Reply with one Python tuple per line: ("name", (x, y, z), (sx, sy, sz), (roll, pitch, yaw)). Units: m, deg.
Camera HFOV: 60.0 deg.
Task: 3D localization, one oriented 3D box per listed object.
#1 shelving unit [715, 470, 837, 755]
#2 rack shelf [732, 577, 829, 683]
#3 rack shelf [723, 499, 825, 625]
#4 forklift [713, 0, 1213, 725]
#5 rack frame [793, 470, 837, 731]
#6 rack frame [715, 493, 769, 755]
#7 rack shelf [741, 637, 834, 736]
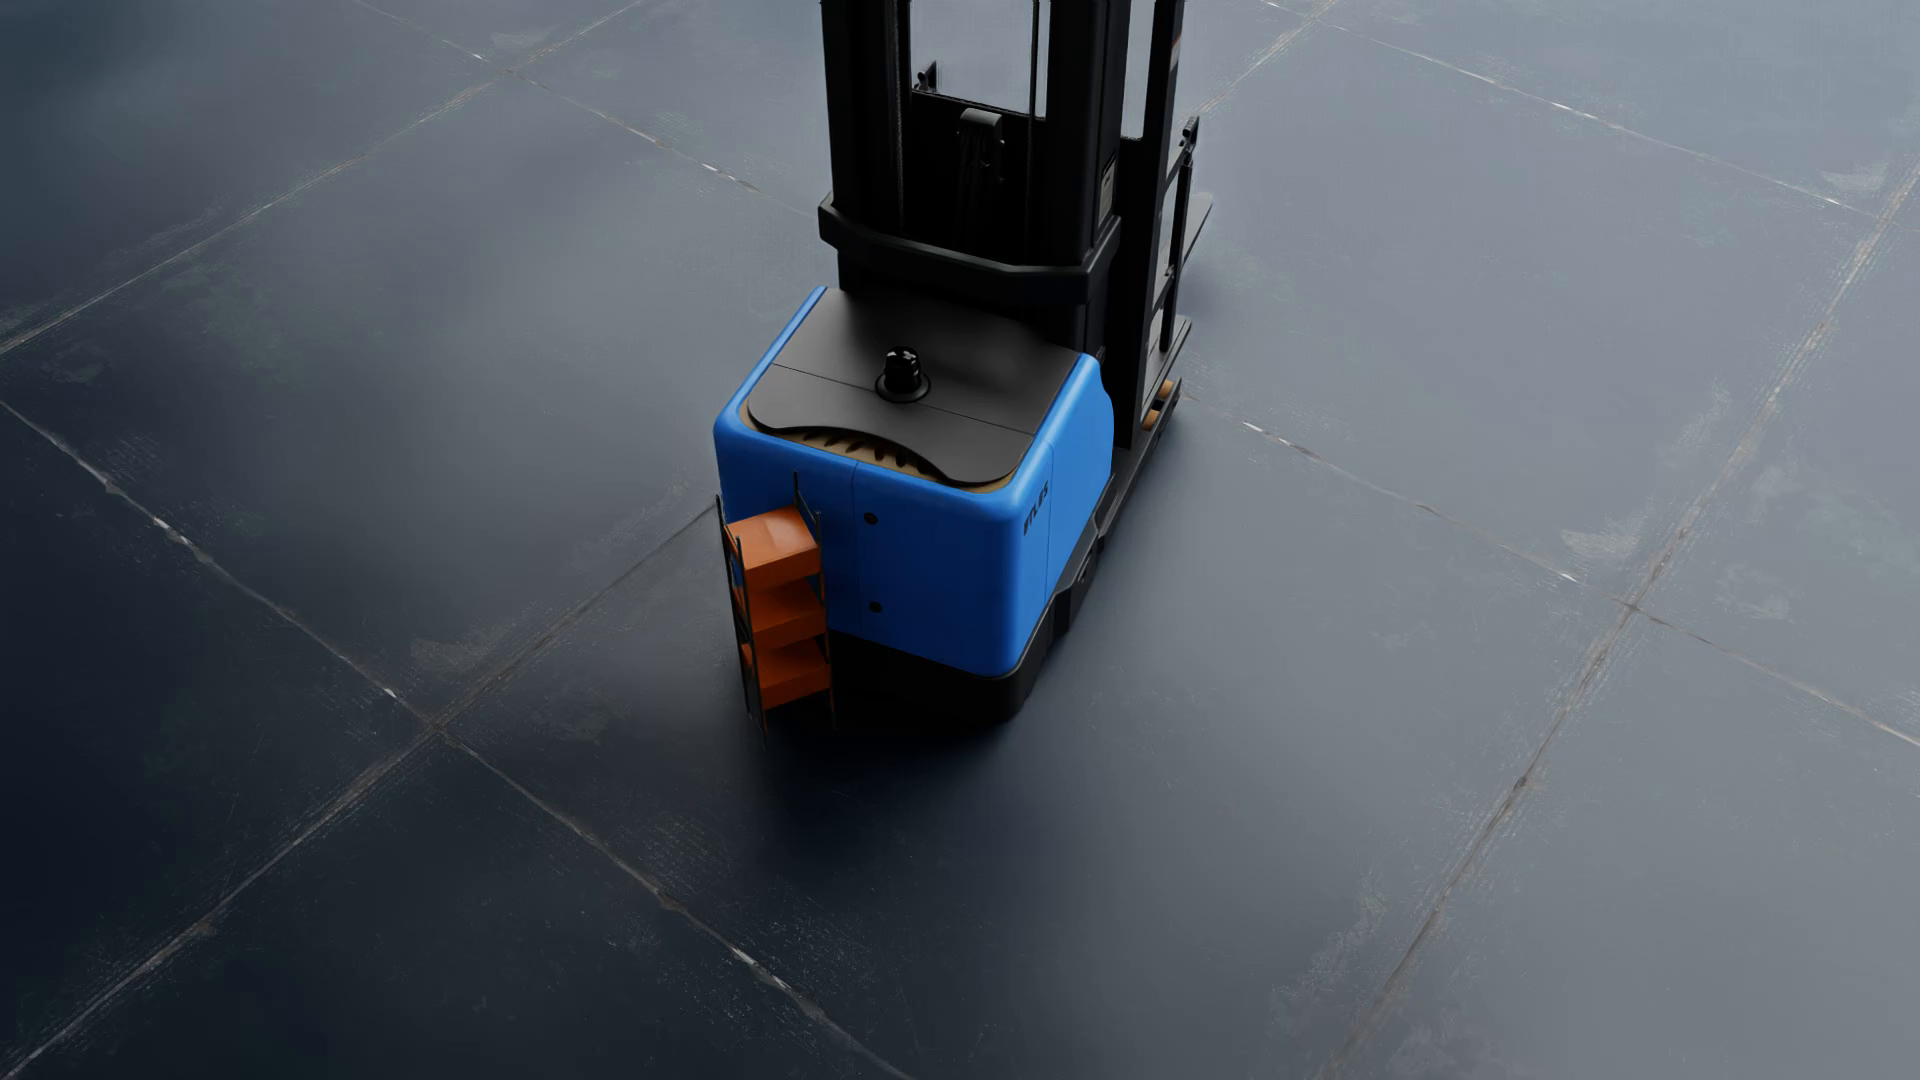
("shelving unit", (-0.571, 0.254, 5.280), (0.252, 1.050, 0.215), (-18, 49, -17))
("rack shelf", (-0.571, 0.261, 5.288), (0.240, 0.259, 0.215), (-18, 49, -17))
("rack shelf", (-0.570, 0.066, 5.082), (0.240, 0.259, 0.215), (-18, 49, -17))
("forklift", (0.243, -1.476, 5.633), (1.130, 2.935, 3.031), (16, 48, 15))
("rack frame", (-0.460, 0.218, 5.315), (0.008, 1.050, 0.200), (-18, 49, -17))
("rack frame", (-0.682, 0.290, 5.245), (0.008, 1.050, 0.200), (-18, 49, -17))
("rack shelf", (-0.572, 0.453, 5.490), (0.240, 0.259, 0.215), (-18, 49, -17))
